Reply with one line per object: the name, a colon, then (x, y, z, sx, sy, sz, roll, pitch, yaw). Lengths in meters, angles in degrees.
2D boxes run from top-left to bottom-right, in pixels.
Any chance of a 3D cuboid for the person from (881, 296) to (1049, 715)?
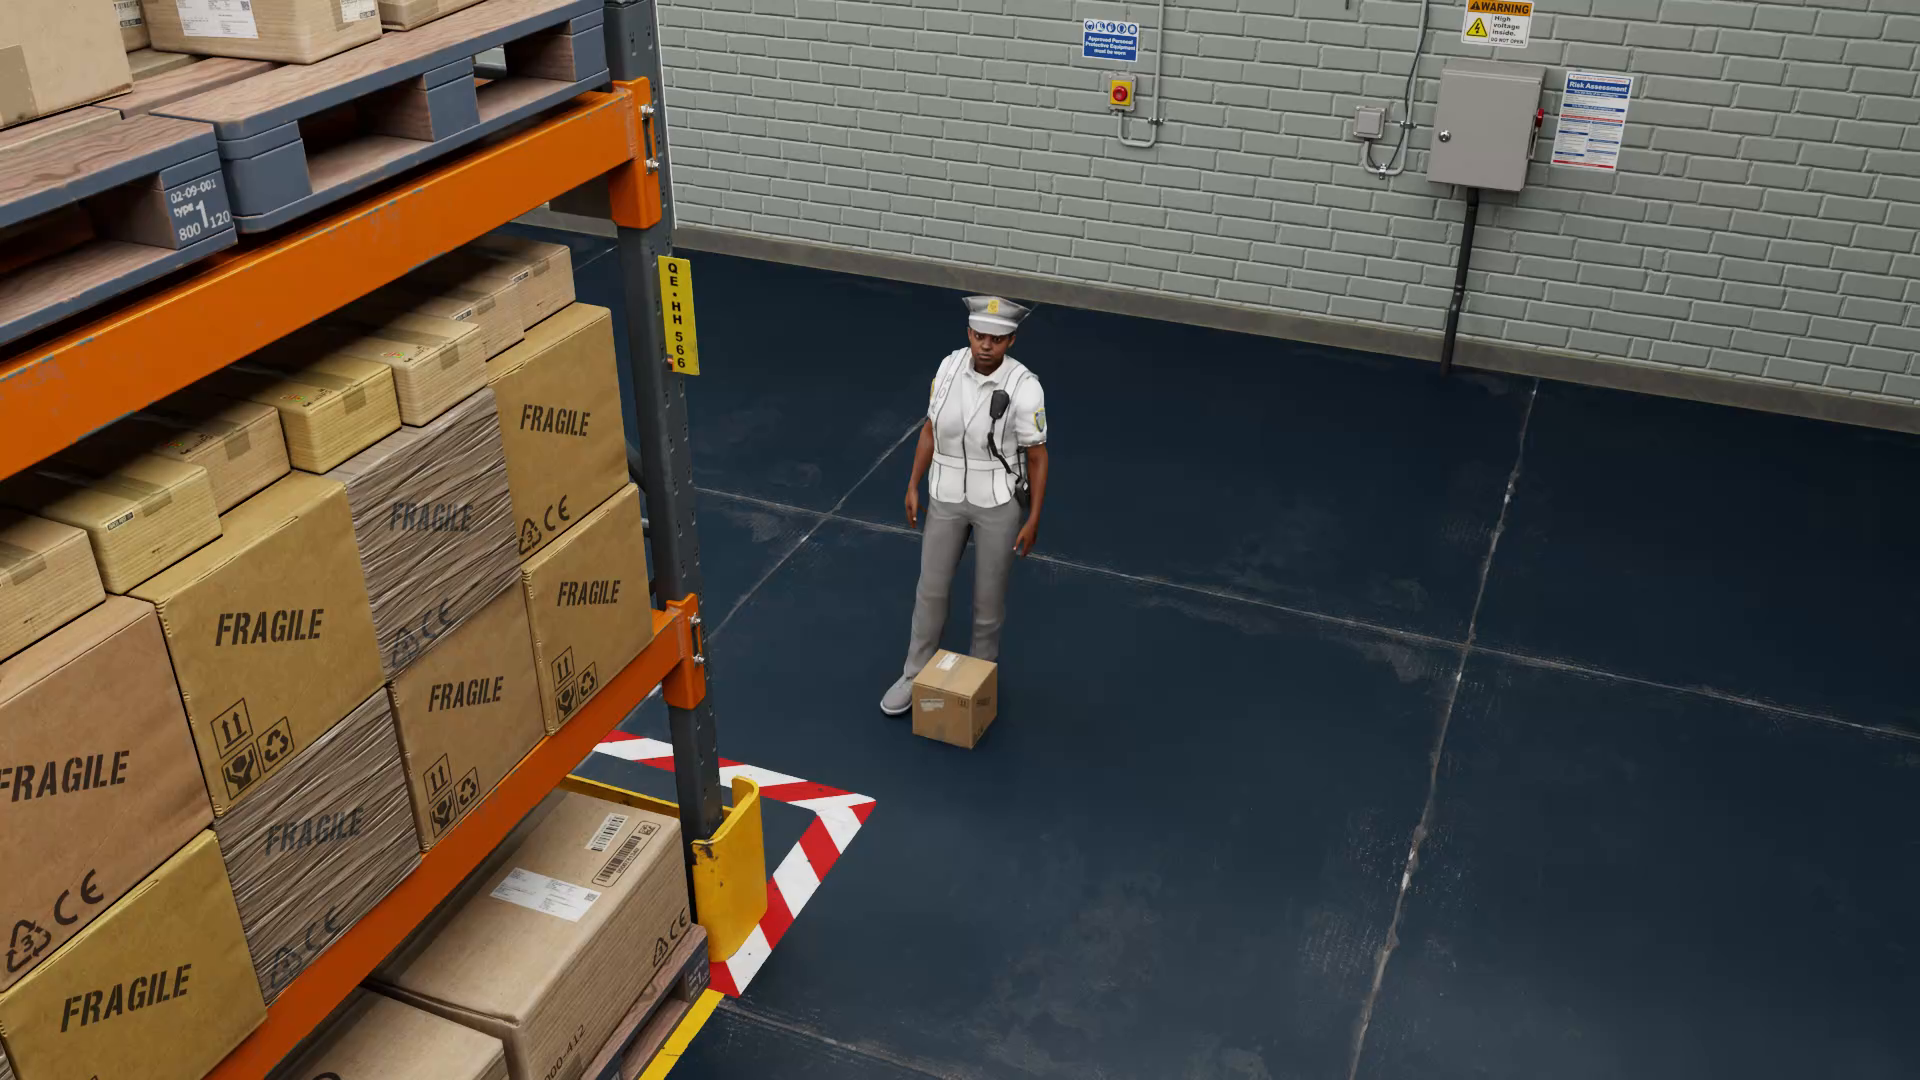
person: (0.025, -0.112, 6.283, 0.569, 1.685, 0.530, 11, 32, 19)
